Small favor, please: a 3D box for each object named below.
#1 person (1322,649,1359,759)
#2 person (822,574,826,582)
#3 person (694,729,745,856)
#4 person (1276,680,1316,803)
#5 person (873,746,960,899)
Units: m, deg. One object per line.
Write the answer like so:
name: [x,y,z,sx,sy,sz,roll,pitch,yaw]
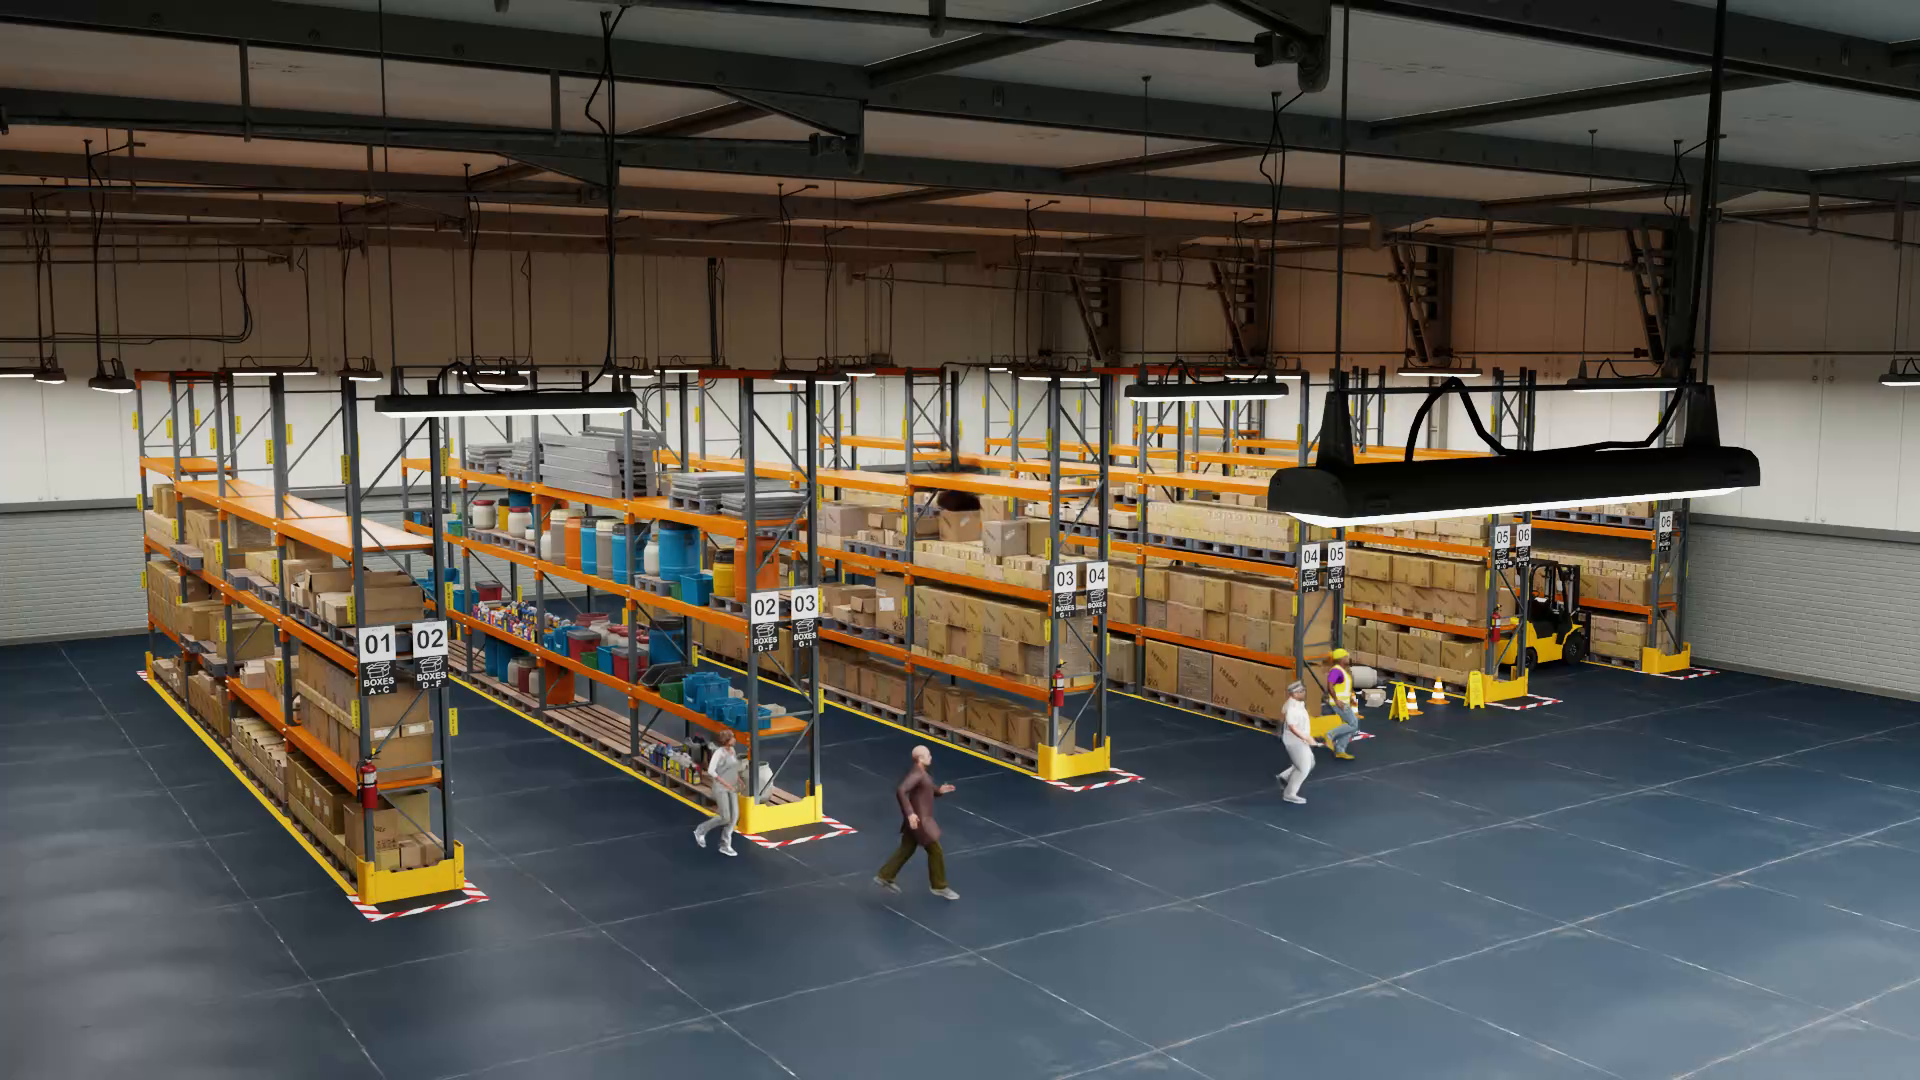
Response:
person: [6.014,2.553,26.082,0.493,1.692,0.745,2,7,16]
person: [-2.975,1.509,35.300,0.595,1.685,0.903,-5,8,-38]
person: [-3.018,3.187,21.170,0.618,1.544,0.589,3,7,21]
person: [4.739,2.833,23.442,0.545,1.746,0.667,1,7,8]
person: [-0.508,3.262,19.183,1.002,1.812,0.680,-1,7,-9]
